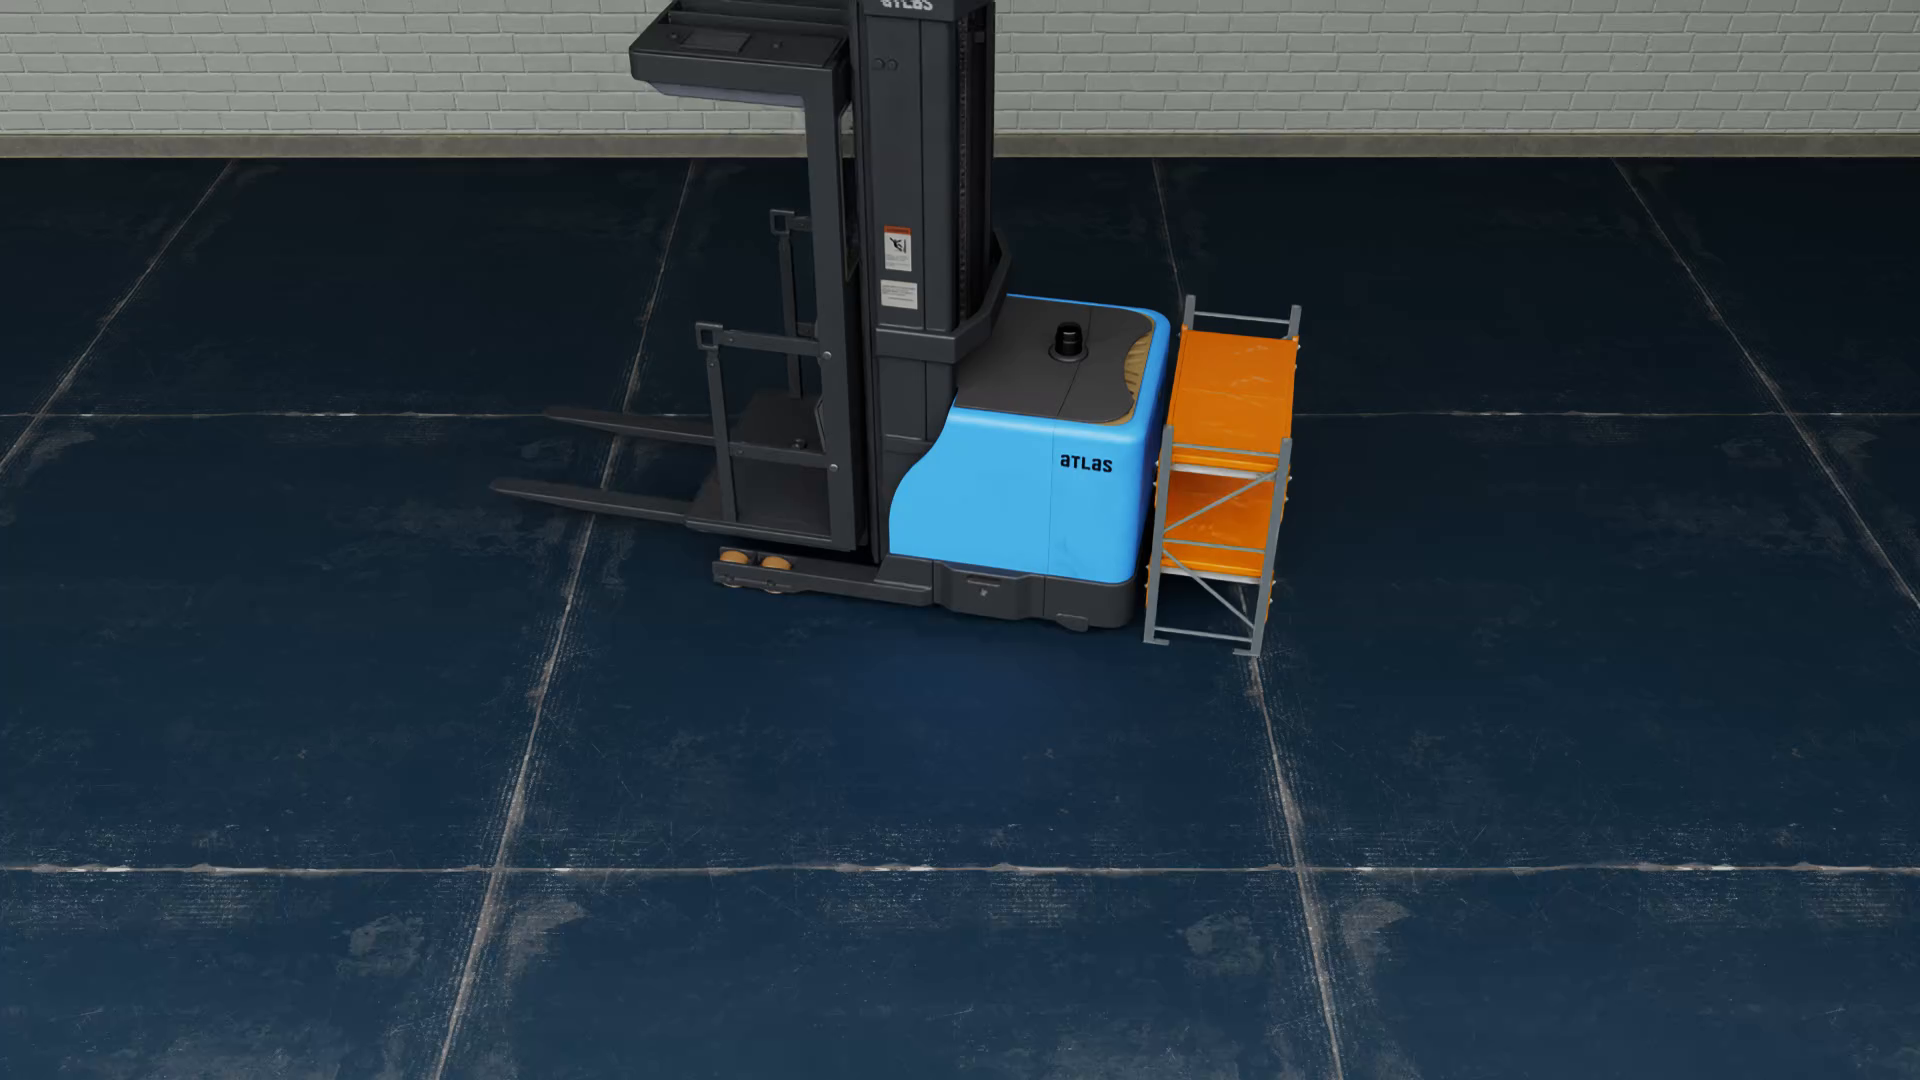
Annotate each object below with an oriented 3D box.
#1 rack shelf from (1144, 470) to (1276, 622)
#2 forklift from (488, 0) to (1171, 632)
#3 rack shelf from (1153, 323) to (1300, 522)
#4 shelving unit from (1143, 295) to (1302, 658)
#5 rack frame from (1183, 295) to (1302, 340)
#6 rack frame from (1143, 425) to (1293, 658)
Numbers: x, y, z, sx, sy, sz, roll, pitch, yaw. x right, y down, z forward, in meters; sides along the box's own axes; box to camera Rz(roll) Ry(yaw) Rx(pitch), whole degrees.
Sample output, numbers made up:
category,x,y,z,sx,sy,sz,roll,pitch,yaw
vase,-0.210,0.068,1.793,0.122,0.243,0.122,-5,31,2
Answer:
category,x,y,z,sx,sy,sz,roll,pitch,yaw
rack shelf,1.138,-0.096,7.361,0.538,0.278,1.000,7,39,9
forklift,-0.637,-1.217,6.925,3.031,2.935,1.130,8,39,10
rack shelf,1.138,-0.515,7.025,0.538,0.278,1.000,7,39,9
shelving unit,1.138,-0.287,7.208,0.538,1.125,1.048,7,39,9
rack frame,1.235,-0.599,7.597,0.500,1.125,0.032,7,39,9
rack frame,1.041,0.025,6.819,0.500,1.125,0.032,7,39,9
